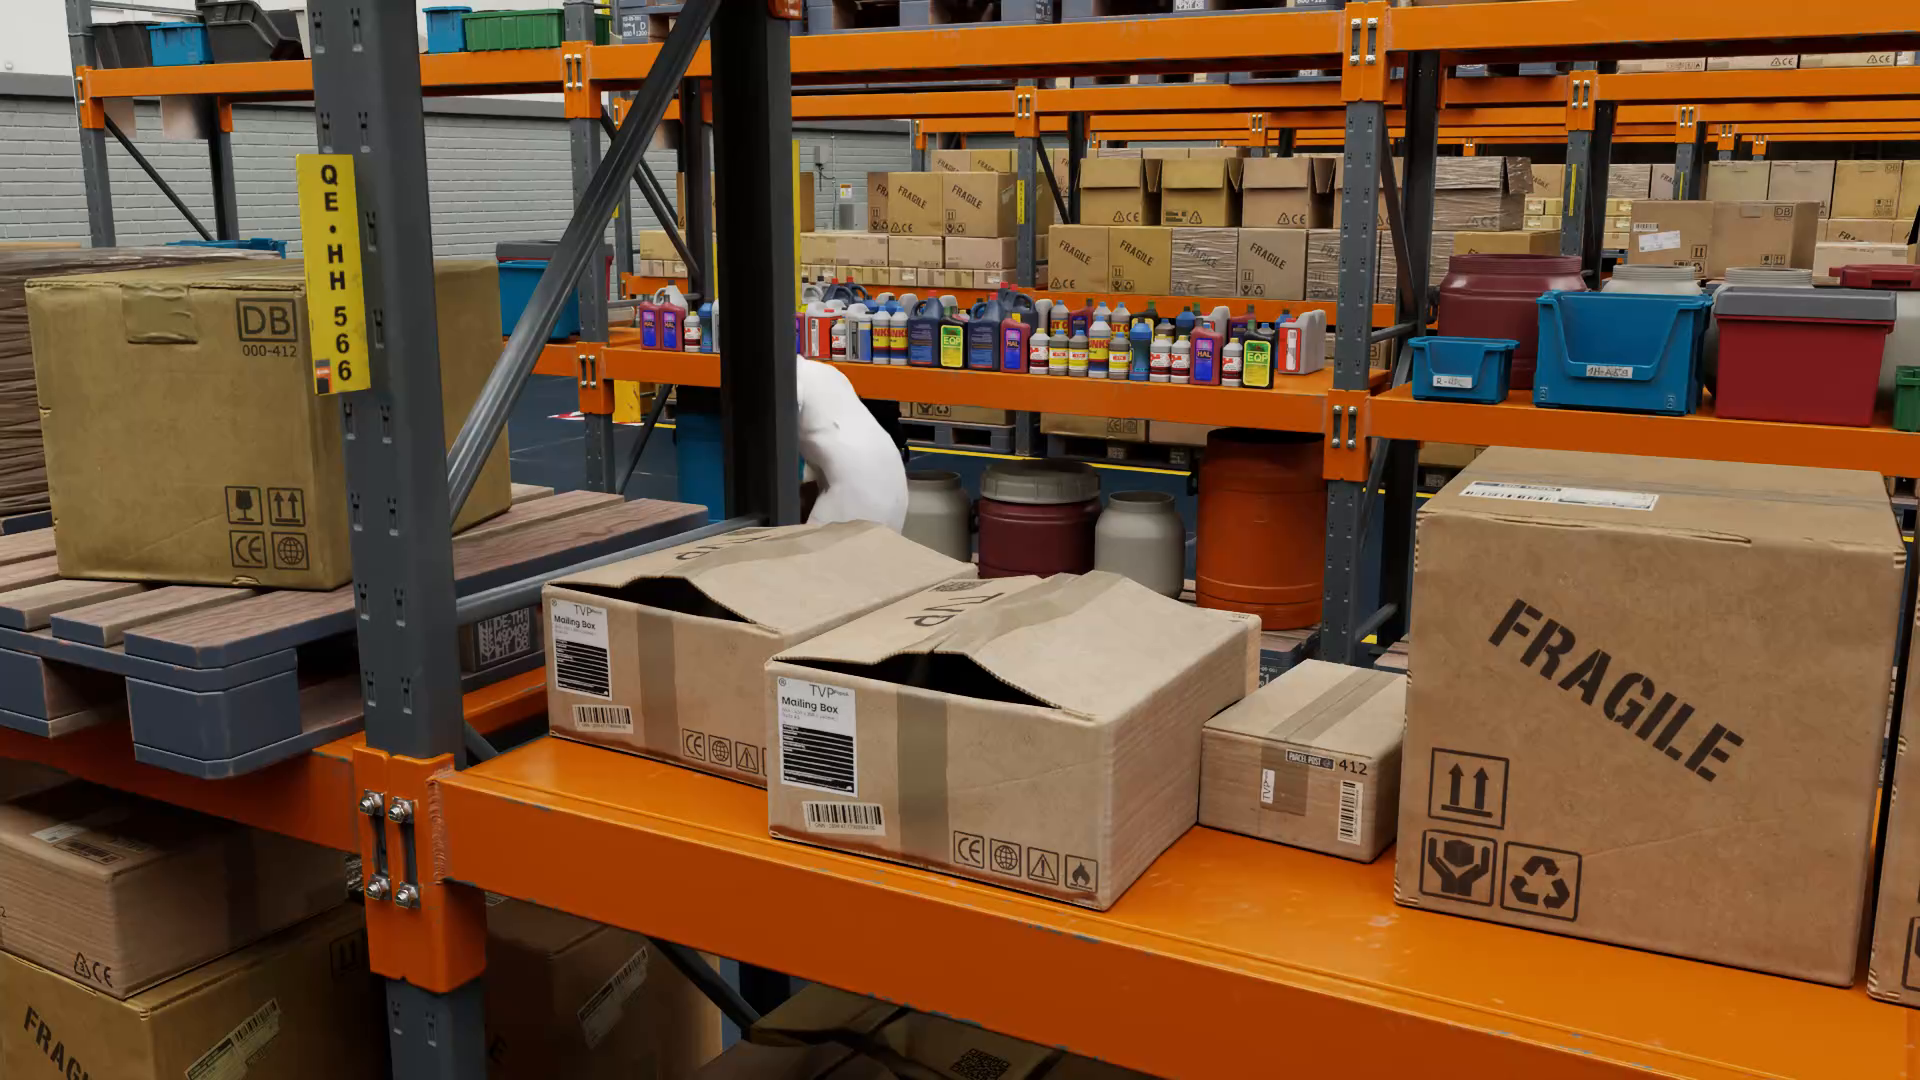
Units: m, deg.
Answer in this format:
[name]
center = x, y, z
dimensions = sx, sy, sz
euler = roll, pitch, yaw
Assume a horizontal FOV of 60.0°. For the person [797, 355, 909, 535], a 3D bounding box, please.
[person]
center = -0.563, -0.098, 6.874
dimensions = 0.716, 1.603, 0.550
euler = 6, 14, 27
